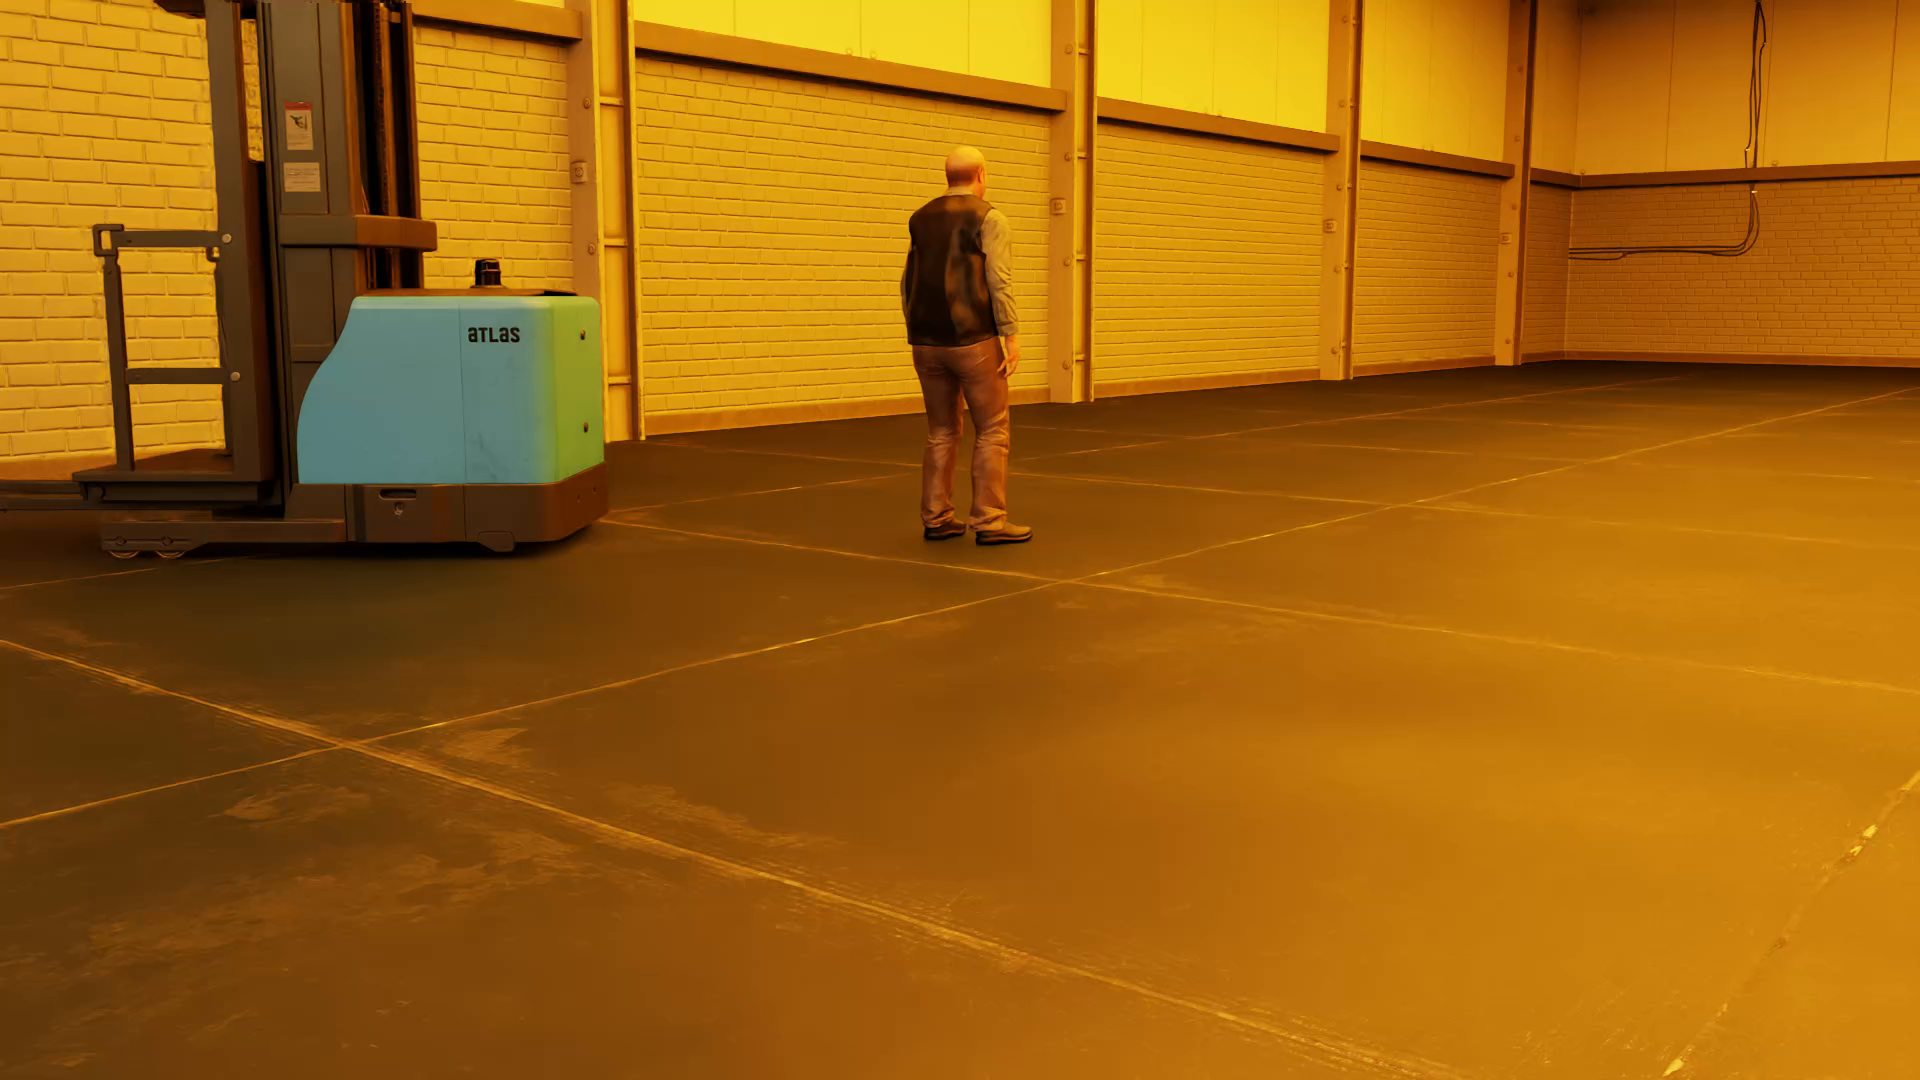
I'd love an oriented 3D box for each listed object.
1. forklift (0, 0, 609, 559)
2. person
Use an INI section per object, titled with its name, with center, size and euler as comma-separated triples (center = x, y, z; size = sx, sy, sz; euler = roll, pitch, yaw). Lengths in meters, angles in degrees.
[forklift]
center = -3.164, -1.448, 7.179
size = 3.031, 2.935, 1.130
euler = 0, 8, 1
[person]
center = -0.004, -0.852, 7.289
size = 0.580, 1.720, 0.422
euler = 6, 10, 37
